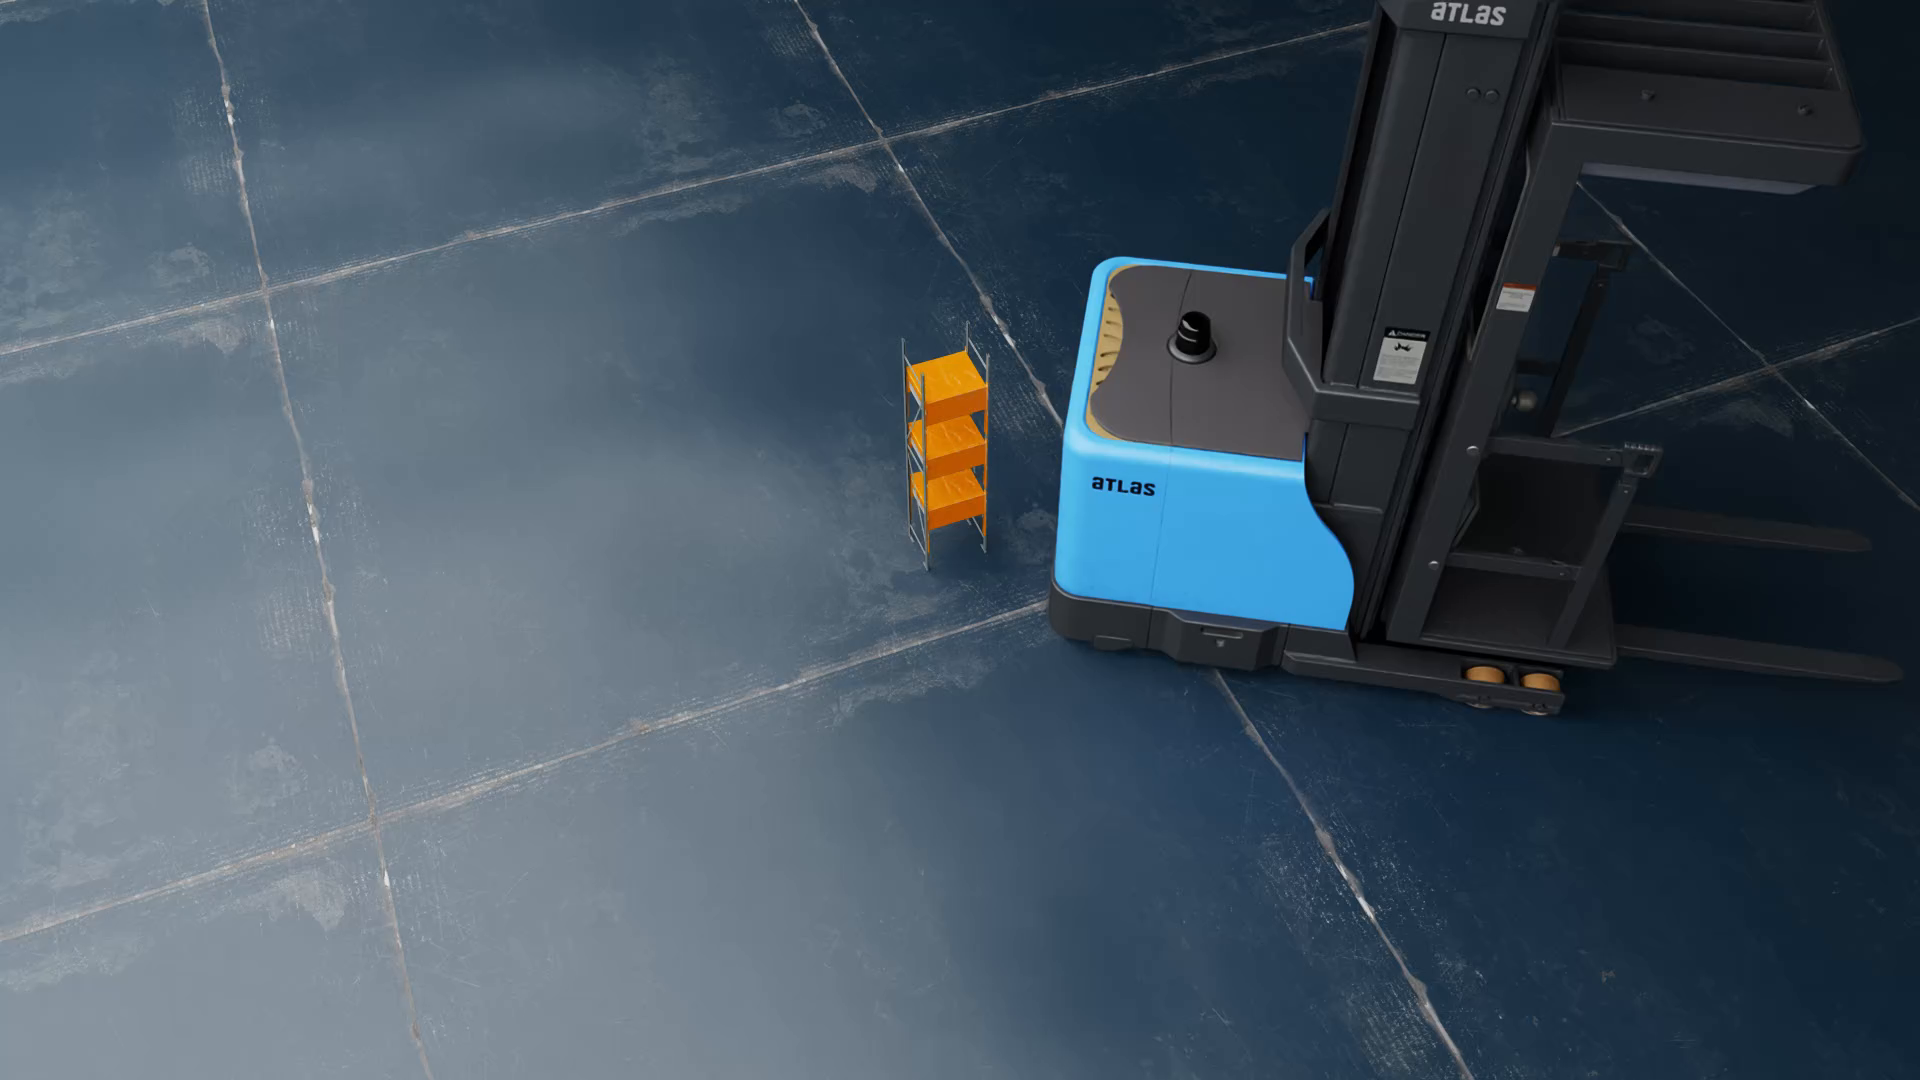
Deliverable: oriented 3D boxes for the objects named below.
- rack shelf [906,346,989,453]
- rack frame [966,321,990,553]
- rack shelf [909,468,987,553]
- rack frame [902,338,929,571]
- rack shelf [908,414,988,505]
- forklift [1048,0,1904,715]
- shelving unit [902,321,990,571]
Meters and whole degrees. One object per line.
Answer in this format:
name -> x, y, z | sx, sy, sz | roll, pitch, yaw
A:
rack shelf -> -0.050, -0.505, 5.972 | 0.240, 0.259, 0.215 | -17, 52, -14
rack frame -> 0.063, -0.362, 6.209 | 0.008, 1.050, 0.200 | -17, 52, -14
rack shelf -> -0.050, -0.139, 6.398 | 0.240, 0.259, 0.215 | -17, 52, -14
rack frame -> -0.162, -0.292, 6.149 | 0.008, 1.050, 0.200 | -17, 52, -14
rack shelf -> -0.050, -0.320, 6.187 | 0.240, 0.259, 0.215 | -17, 52, -14
forklift -> 1.896, -0.756, 5.308 | 3.031, 2.935, 1.130 | 7, 50, 6
shelving unit -> -0.050, -0.327, 6.179 | 0.252, 1.050, 0.215 | -17, 52, -14
